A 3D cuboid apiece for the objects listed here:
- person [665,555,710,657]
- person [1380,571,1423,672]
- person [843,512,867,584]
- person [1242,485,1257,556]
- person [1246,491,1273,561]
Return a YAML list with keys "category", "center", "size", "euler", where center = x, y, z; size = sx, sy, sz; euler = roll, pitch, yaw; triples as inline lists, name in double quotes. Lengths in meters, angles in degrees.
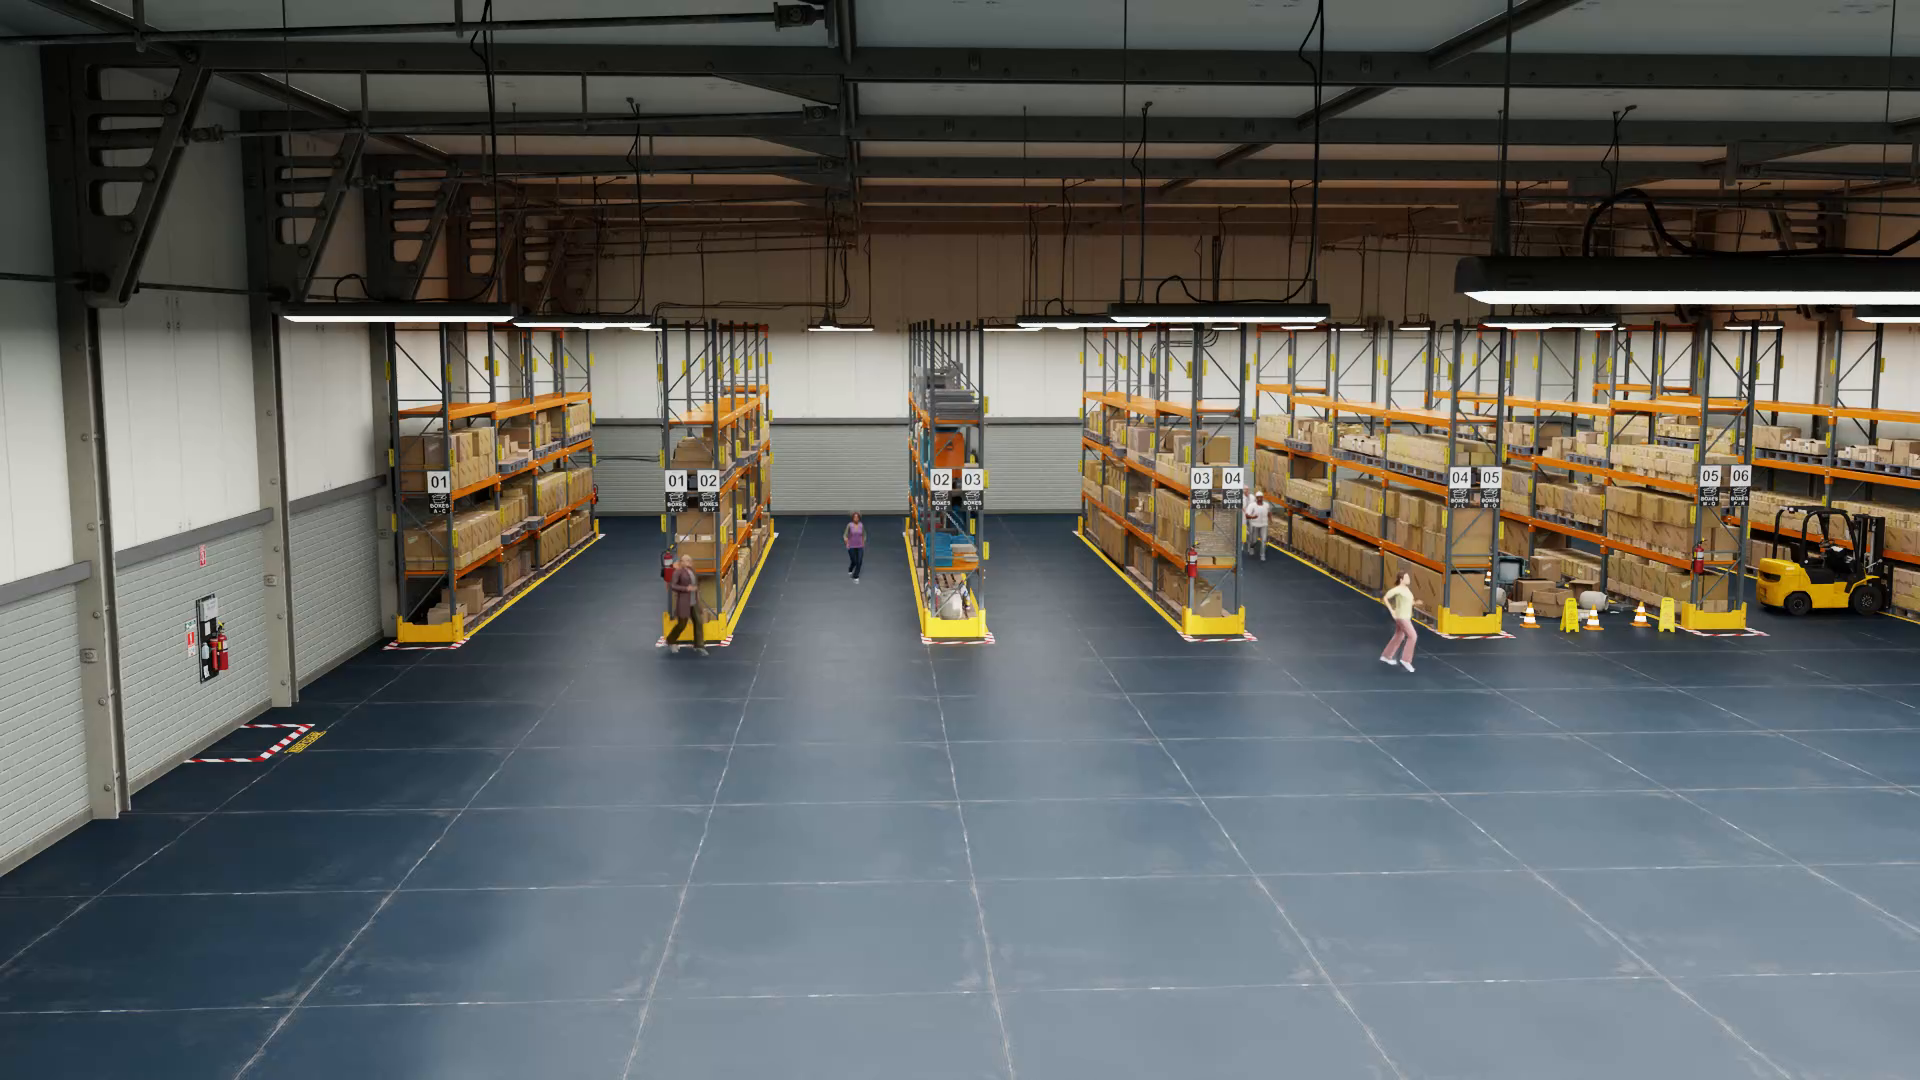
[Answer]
- category: "person"
  center: [-4.880, 1.163, 29.703]
  size: [0.946, 1.806, 0.711]
  euler: [5, 9, 37]
- category: "person"
  center: [7.566, 1.381, 28.504]
  size: [0.730, 1.720, 0.545]
  euler: [4, 8, 32]
- category: "person"
  center: [-2.301, 0.162, 36.515]
  size: [0.522, 1.557, 0.508]
  euler: [-2, 7, -16]
- category: "person"
  center: [7.530, -0.523, 43.548]
  size: [0.725, 1.815, 0.963]
  euler: [0, 7, 1]
- category: "person"
  center: [7.599, -0.362, 42.218]
  size: [0.712, 1.747, 0.925]
  euler: [-1, 7, -4]
